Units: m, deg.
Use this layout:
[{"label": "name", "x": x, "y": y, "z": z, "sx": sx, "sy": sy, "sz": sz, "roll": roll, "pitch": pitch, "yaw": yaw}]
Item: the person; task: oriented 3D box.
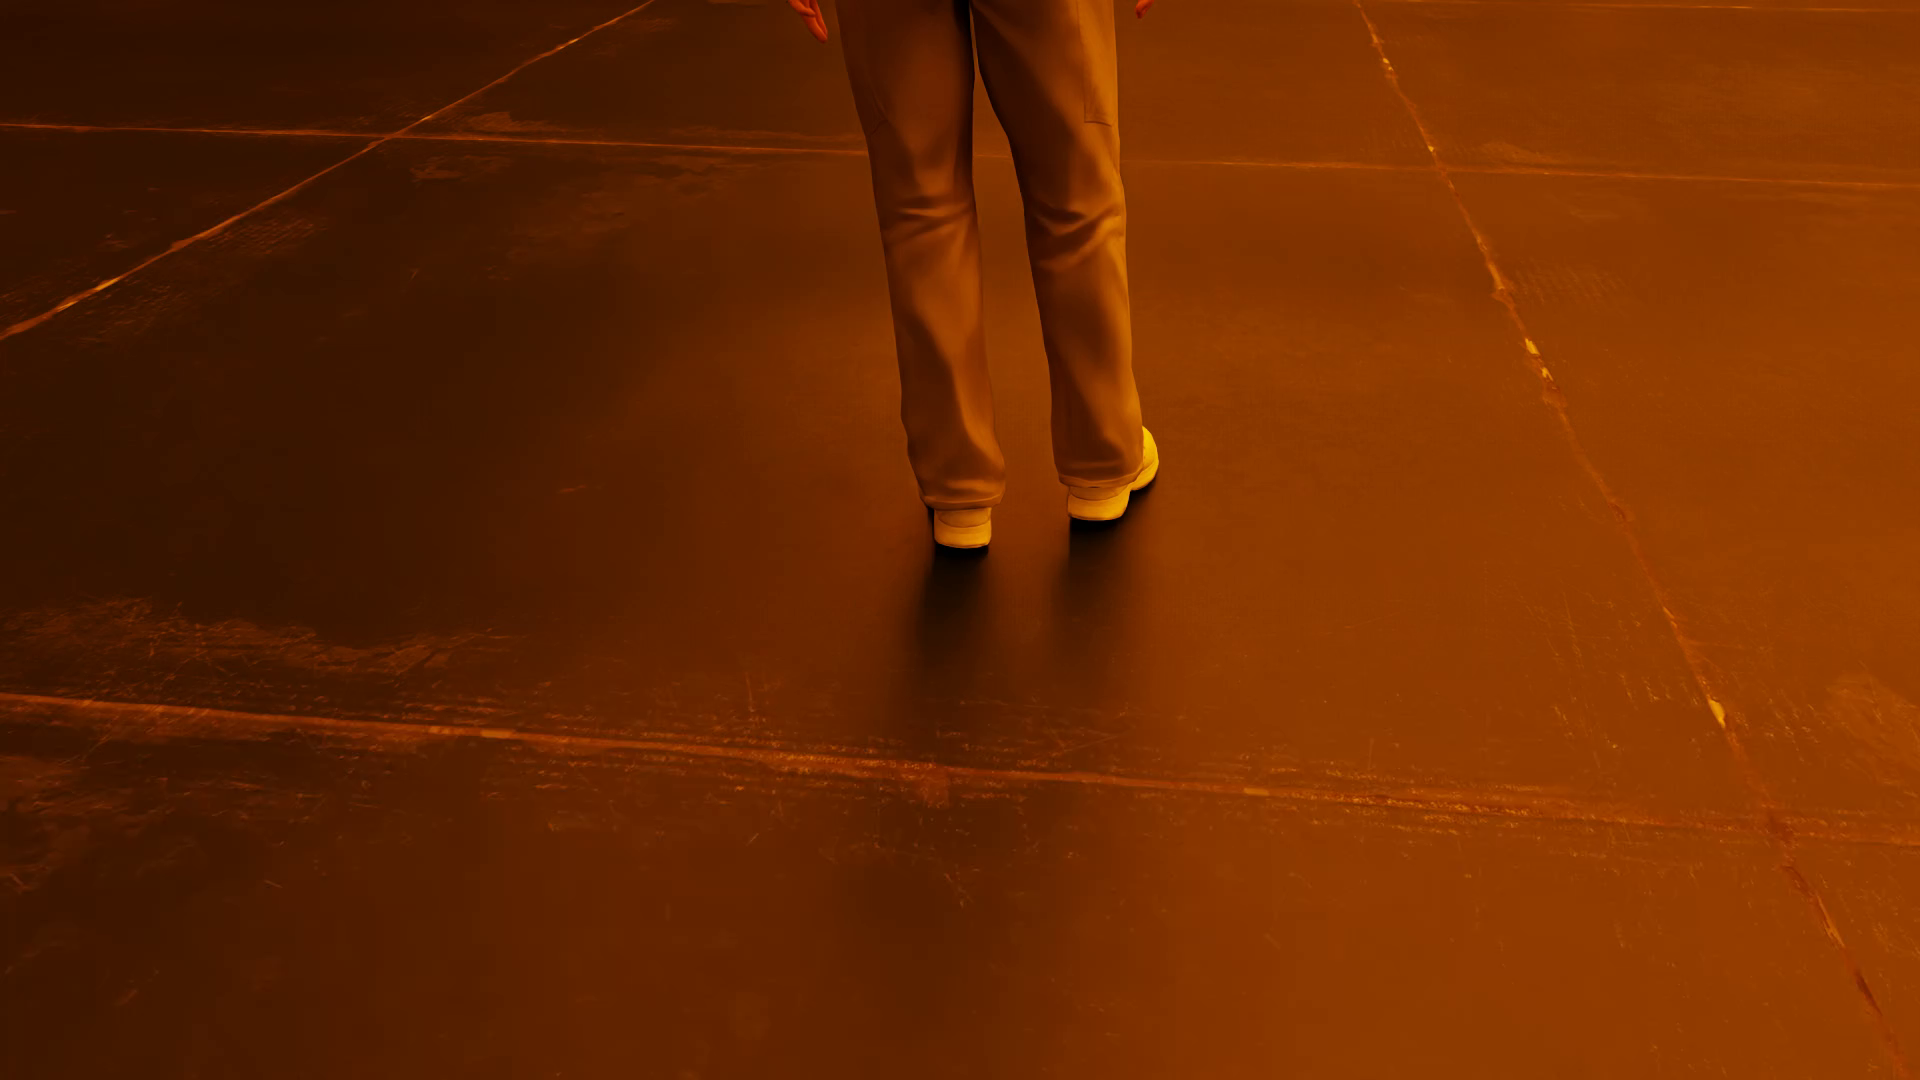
[{"label": "person", "x": 0.024, "y": -0.788, "z": 2.187, "sx": 0.549, "sy": 1.673, "sz": 0.548, "roll": 3, "pitch": 27, "yaw": 7}]
